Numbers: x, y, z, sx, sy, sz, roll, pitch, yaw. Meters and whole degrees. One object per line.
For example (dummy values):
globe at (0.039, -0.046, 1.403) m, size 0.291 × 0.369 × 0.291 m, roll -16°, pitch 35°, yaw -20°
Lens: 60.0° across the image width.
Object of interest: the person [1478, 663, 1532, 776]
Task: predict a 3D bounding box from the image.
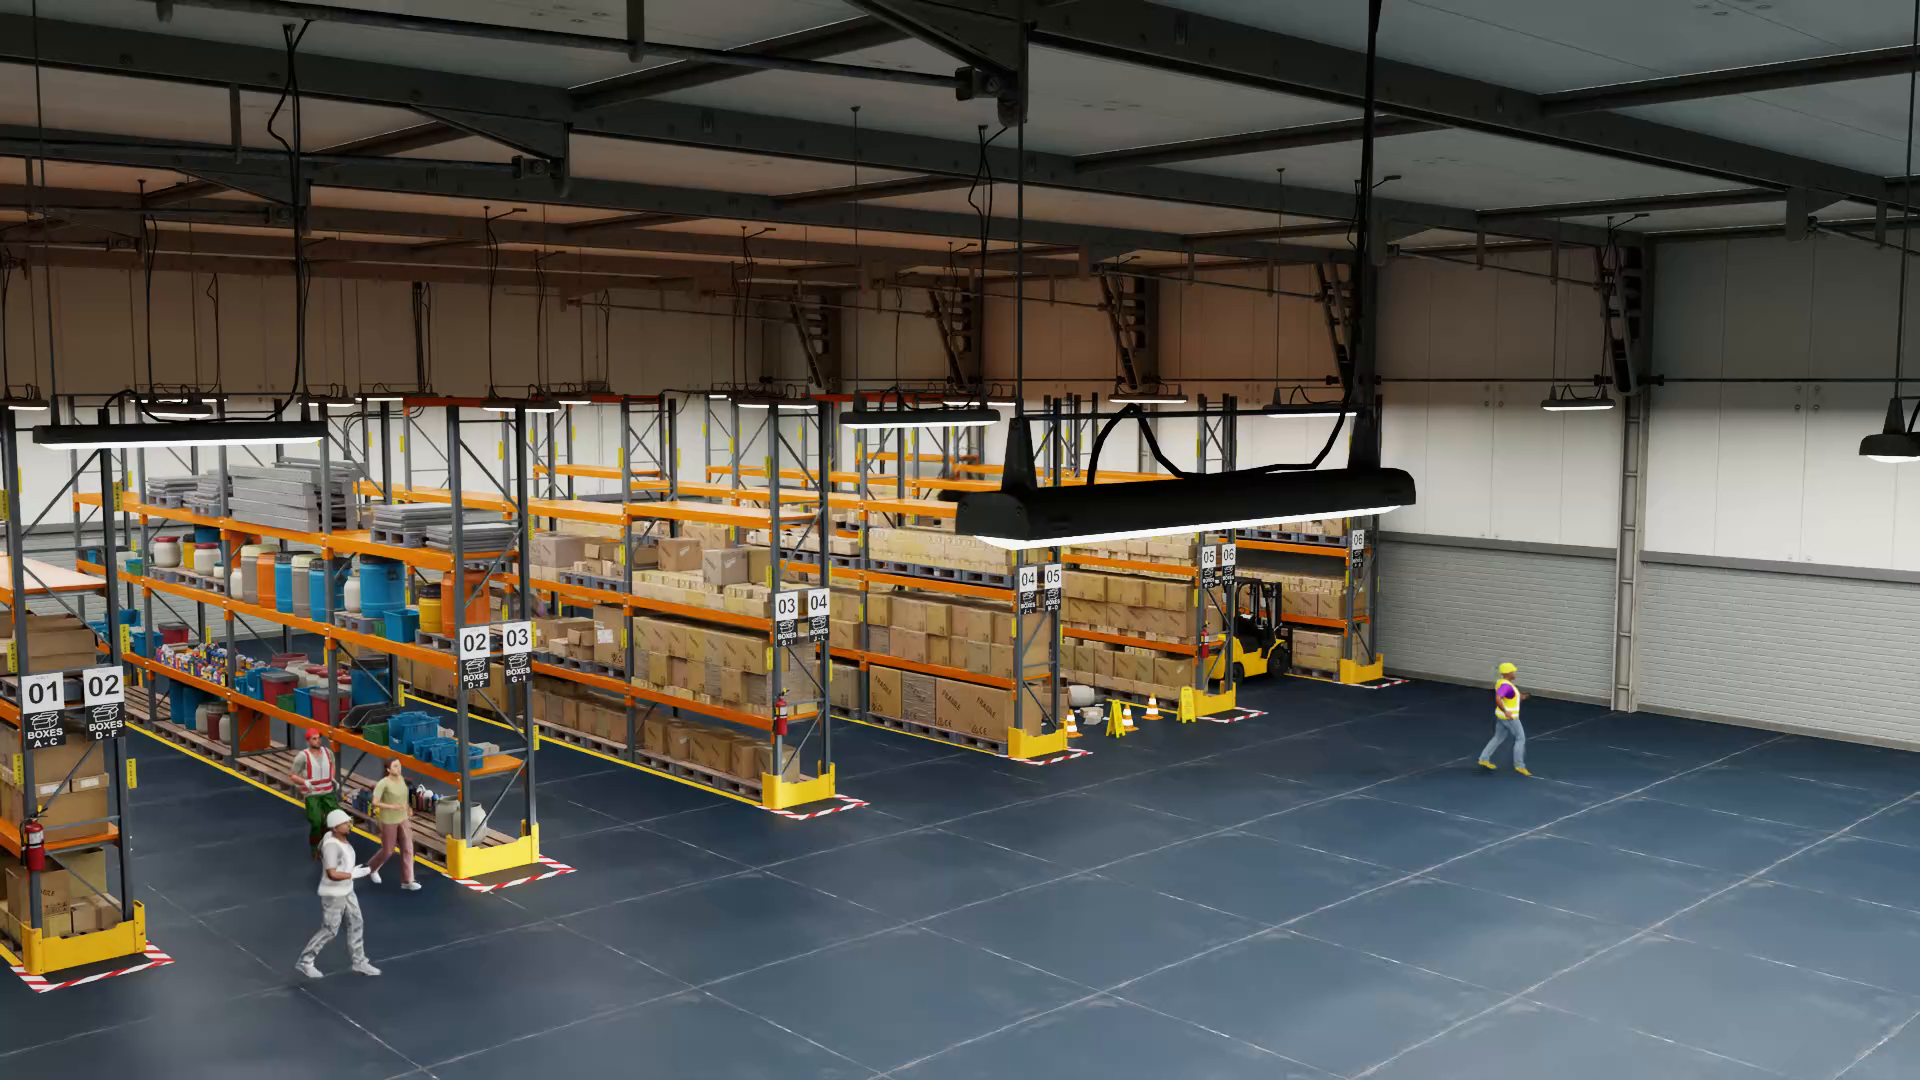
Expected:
person at (8.746, 2.870, 26.625) m, size 0.820 × 1.821 × 0.677 m, roll 0°, pitch 6°, yaw -2°

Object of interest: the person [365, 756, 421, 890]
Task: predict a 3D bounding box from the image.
person at (-7.041, 3.495, 20.639) m, size 0.864 × 1.651 × 0.598 m, roll 3°, pitch 6°, yaw 30°

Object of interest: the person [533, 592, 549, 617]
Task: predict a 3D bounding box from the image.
person at (-9.409, 1.948, 36.999) m, size 0.540 × 1.579 × 0.888 m, roll -5°, pitch 7°, yaw -42°

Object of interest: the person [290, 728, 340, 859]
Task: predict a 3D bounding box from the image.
person at (-8.443, 3.341, 21.911) m, size 0.598 × 1.740 × 0.648 m, roll 5°, pitch 8°, yaw 44°

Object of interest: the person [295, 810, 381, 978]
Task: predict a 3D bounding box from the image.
person at (-6.583, 3.744, 17.532) m, size 0.840 × 1.828 × 0.704 m, roll -1°, pitch 6°, yaw -9°
